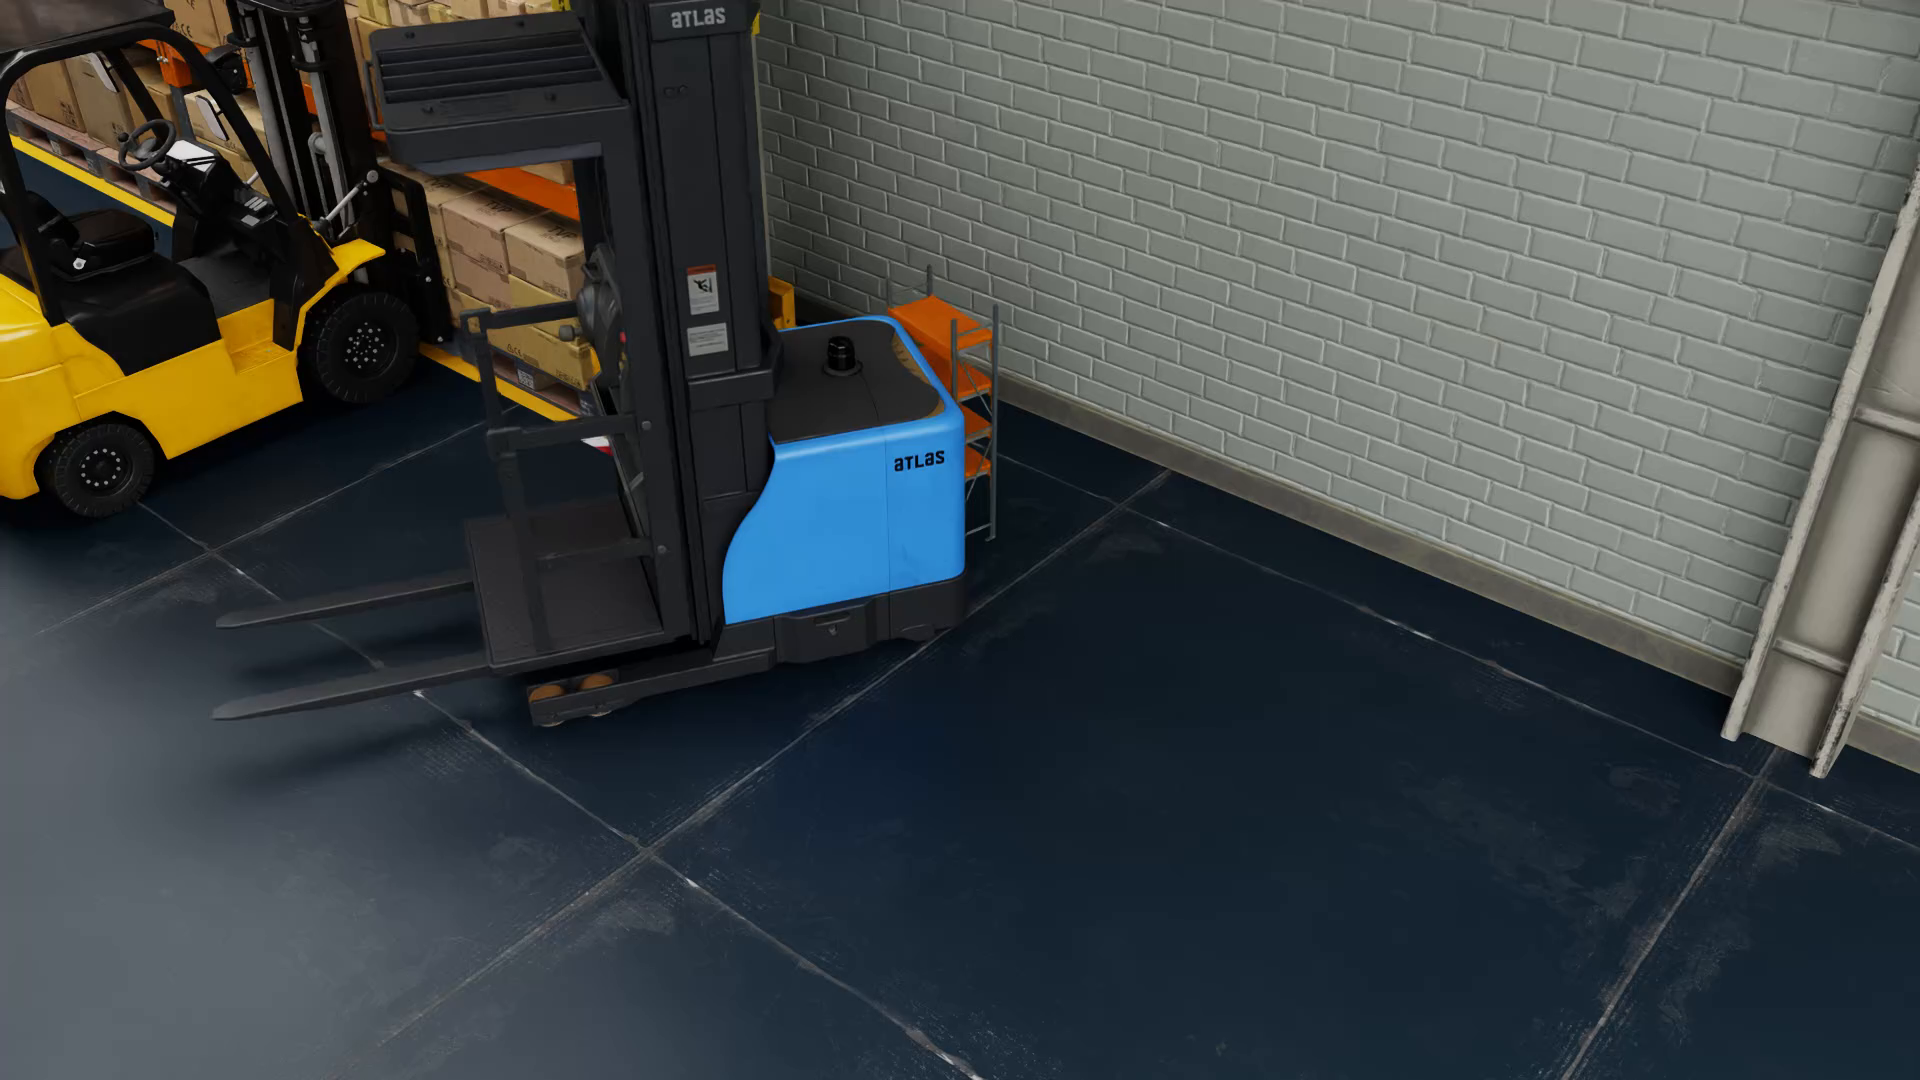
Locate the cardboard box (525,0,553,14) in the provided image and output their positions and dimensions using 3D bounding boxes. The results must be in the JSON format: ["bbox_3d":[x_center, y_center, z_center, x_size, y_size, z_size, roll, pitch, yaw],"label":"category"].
[{"bbox_3d":[-1.790,-2.451,7.745,0.250,0.149,0.380,25,42,32],"label":"cardboard box"}]

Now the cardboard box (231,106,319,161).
[{"bbox_3d":[-3.896,-2.381,9.742,0.500,0.250,0.500,25,42,32],"label":"cardboard box"}]

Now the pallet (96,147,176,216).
[{"bbox_3d":[-5.045,-2.531,11.249,1.213,0.211,1.003,25,42,32],"label":"pallet"}]

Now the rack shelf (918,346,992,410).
[{"bbox_3d":[-0.080,-0.709,7.446,0.258,0.148,0.480,-23,40,-29],"label":"rack shelf"}]

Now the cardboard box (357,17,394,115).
[{"bbox_3d":[-2.713,-2.464,8.600,0.500,0.500,0.500,24,41,31],"label":"cardboard box"}]

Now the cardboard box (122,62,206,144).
[{"bbox_3d":[-4.862,-2.809,10.917,0.625,0.625,0.875,27,43,34],"label":"cardboard box"}]

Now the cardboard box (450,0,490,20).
[{"bbox_3d":[-2.218,-2.610,7.976,0.250,0.149,0.380,26,42,33],"label":"cardboard box"}]

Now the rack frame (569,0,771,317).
[{"bbox_3d":[-1.380,-1.981,7.986,0.127,3.000,1.000,25,42,32],"label":"rack frame"}]

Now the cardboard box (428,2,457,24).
[{"bbox_3d":[-2.384,-2.589,8.209,0.250,0.149,0.380,25,42,32],"label":"cardboard box"}]

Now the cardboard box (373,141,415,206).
[{"bbox_3d":[-3.108,-2.012,9.205,0.500,0.250,0.500,24,41,31],"label":"cardboard box"}]

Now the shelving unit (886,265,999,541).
[{"bbox_3d":[-0.080,-0.580,7.535,0.258,1.200,0.503,-23,40,-29],"label":"shelving unit"}]

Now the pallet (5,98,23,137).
[{"bbox_3d":[-6.920,-3.415,12.536,1.213,0.211,1.003,25,42,32],"label":"pallet"}]

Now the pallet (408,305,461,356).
[{"bbox_3d":[-2.928,-1.533,9.795,1.213,0.211,1.003,25,42,32],"label":"pallet"}]

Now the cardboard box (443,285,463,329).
[{"bbox_3d":[-2.698,-1.423,9.231,0.500,0.250,0.500,26,42,32],"label":"cardboard box"}]

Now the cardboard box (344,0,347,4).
[{"bbox_3d":[-3.202,-2.940,8.720,0.250,0.149,0.380,24,41,31],"label":"cardboard box"}]

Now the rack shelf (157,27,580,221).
[{"bbox_3d":[-2.917,-2.409,9.244,4.000,0.370,1.077,25,42,32],"label":"rack shelf"}]

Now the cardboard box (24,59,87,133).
[{"bbox_3d":[-6.032,-3.364,11.726,0.625,0.625,0.875,23,41,30],"label":"cardboard box"}]

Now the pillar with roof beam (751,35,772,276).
[{"bbox_3d":[-4.093,-3.226,4.498,0.400,9.000,9.100,25,42,32],"label":"pillar with roof beam"}]

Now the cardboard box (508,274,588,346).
[{"bbox_3d":[-1.954,-1.268,8.562,0.500,0.250,0.500,25,41,31],"label":"cardboard box"}]

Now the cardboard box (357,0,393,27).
[{"bbox_3d":[-2.827,-2.748,8.440,0.250,0.149,0.380,26,42,32],"label":"cardboard box"}]

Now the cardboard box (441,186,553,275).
[{"bbox_3d":[-2.329,-1.647,8.673,0.500,0.250,0.500,26,42,33],"label":"cardboard box"}]

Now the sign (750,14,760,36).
[{"bbox_3d":[-1.020,-2.610,8.067,0.005,0.325,0.100,25,42,32],"label":"sign"}]

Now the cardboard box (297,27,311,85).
[{"bbox_3d":[-3.479,-2.833,9.137,0.500,0.500,0.500,25,42,31],"label":"cardboard box"}]

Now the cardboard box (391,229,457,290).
[{"bbox_3d":[-2.743,-1.632,9.093,0.500,0.250,0.500,24,41,31],"label":"cardboard box"}]

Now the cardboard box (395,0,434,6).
[{"bbox_3d":[-2.633,-2.778,8.222,0.250,0.149,0.380,26,42,33],"label":"cardboard box"}]

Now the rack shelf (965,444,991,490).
[{"bbox_3d":[-0.080,-0.361,7.685,0.258,0.148,0.480,-23,40,-29],"label":"rack shelf"}]

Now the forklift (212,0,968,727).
[{"bbox_3d":[-1.540,-0.799,6.324,3.031,2.935,1.130,-11,36,-16],"label":"forklift"}]

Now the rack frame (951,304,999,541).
[{"bbox_3d":[0.064,-0.469,7.373,0.240,1.200,0.015,-23,40,-29],"label":"rack frame"}]

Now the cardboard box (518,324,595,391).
[{"bbox_3d":[-1.943,-1.054,8.693,0.500,0.250,0.500,26,42,32],"label":"cardboard box"}]

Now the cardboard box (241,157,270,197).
[{"bbox_3d":[-3.891,-2.185,9.898,0.500,0.250,0.500,25,42,32],"label":"cardboard box"}]

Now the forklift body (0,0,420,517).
[{"bbox_3d":[-4.004,-1.525,8.070,1.214,2.155,2.313,25,42,32],"label":"forklift body"}]

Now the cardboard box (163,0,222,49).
[{"bbox_3d":[-4.280,-3.197,9.668,0.500,0.500,0.500,24,41,31],"label":"cardboard box"}]
